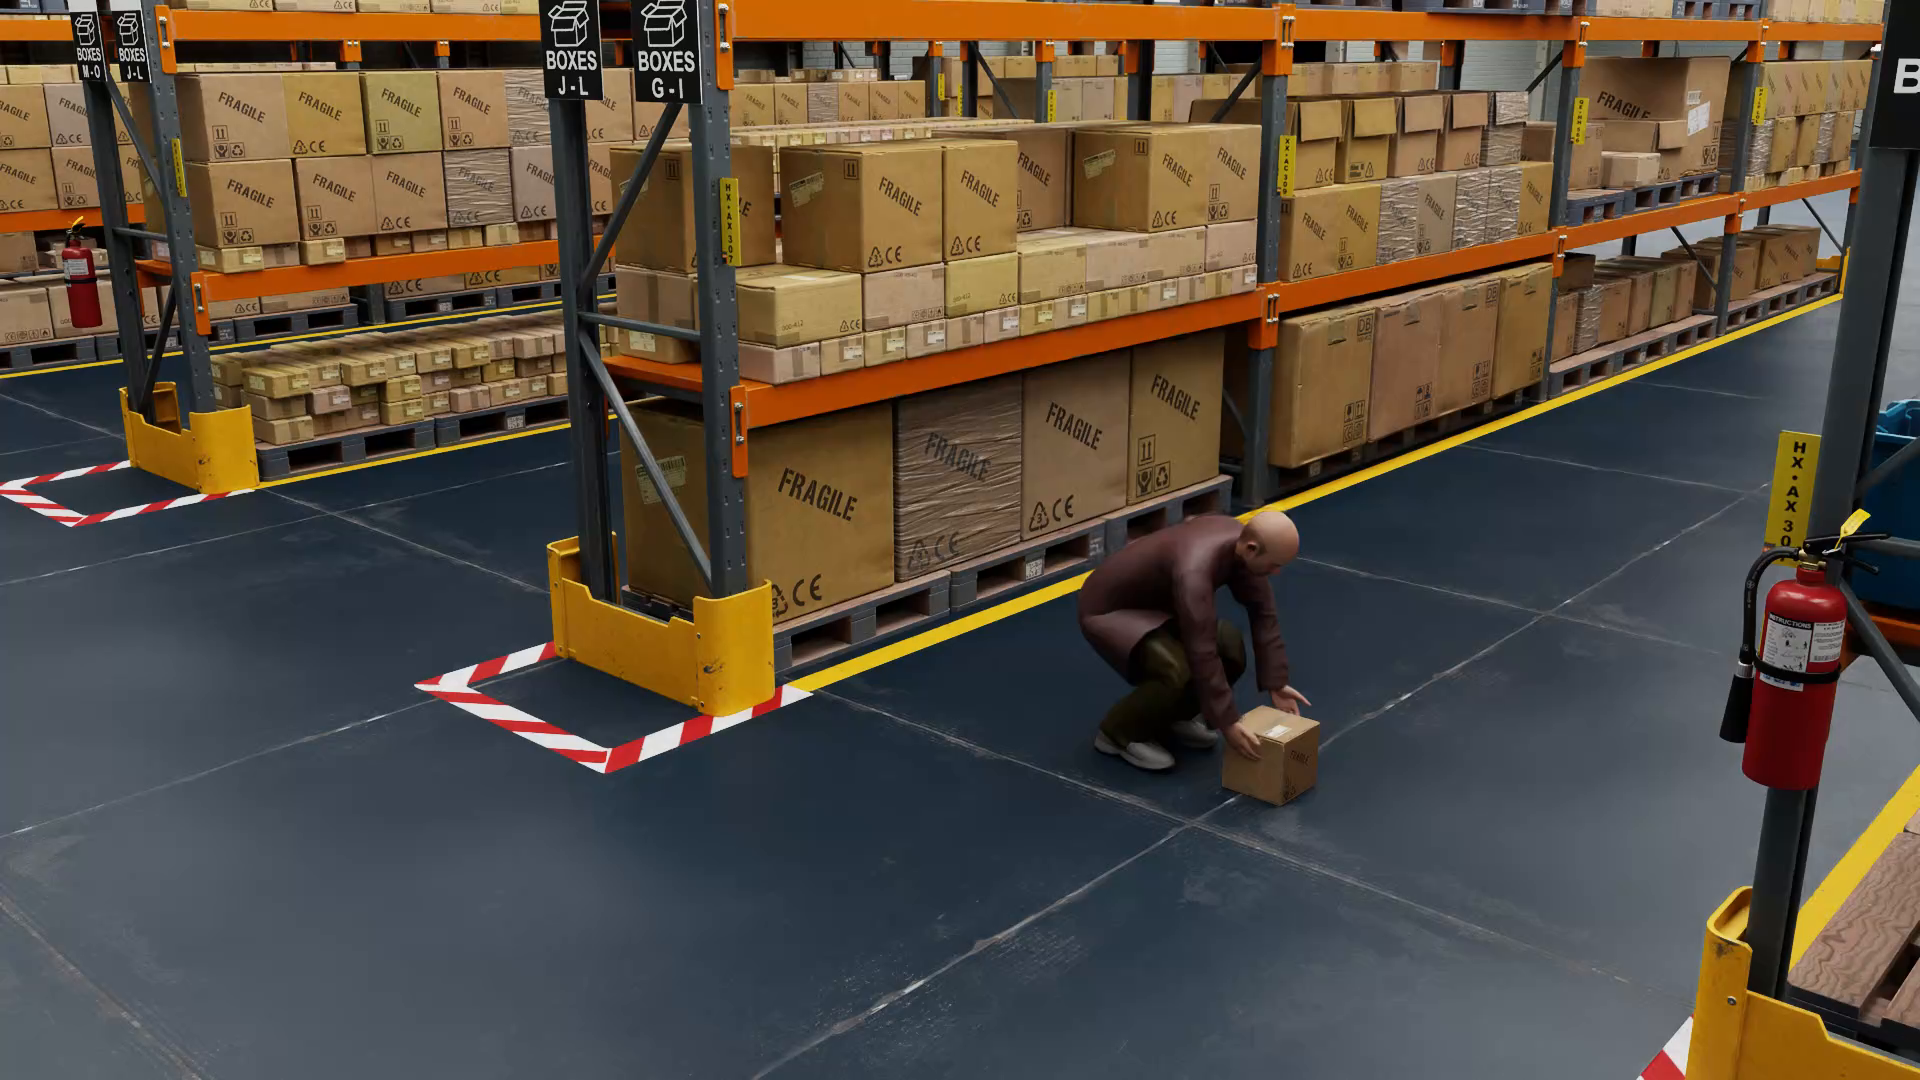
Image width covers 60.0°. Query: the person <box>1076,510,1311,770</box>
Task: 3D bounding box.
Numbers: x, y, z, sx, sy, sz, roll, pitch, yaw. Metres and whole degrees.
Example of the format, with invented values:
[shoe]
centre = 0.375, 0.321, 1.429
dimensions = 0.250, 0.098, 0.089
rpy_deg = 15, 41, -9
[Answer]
[person]
centre = 0.856, 0.349, 6.252
dimensions = 0.893, 1.004, 0.610
rpy_deg = 14, 22, 39
